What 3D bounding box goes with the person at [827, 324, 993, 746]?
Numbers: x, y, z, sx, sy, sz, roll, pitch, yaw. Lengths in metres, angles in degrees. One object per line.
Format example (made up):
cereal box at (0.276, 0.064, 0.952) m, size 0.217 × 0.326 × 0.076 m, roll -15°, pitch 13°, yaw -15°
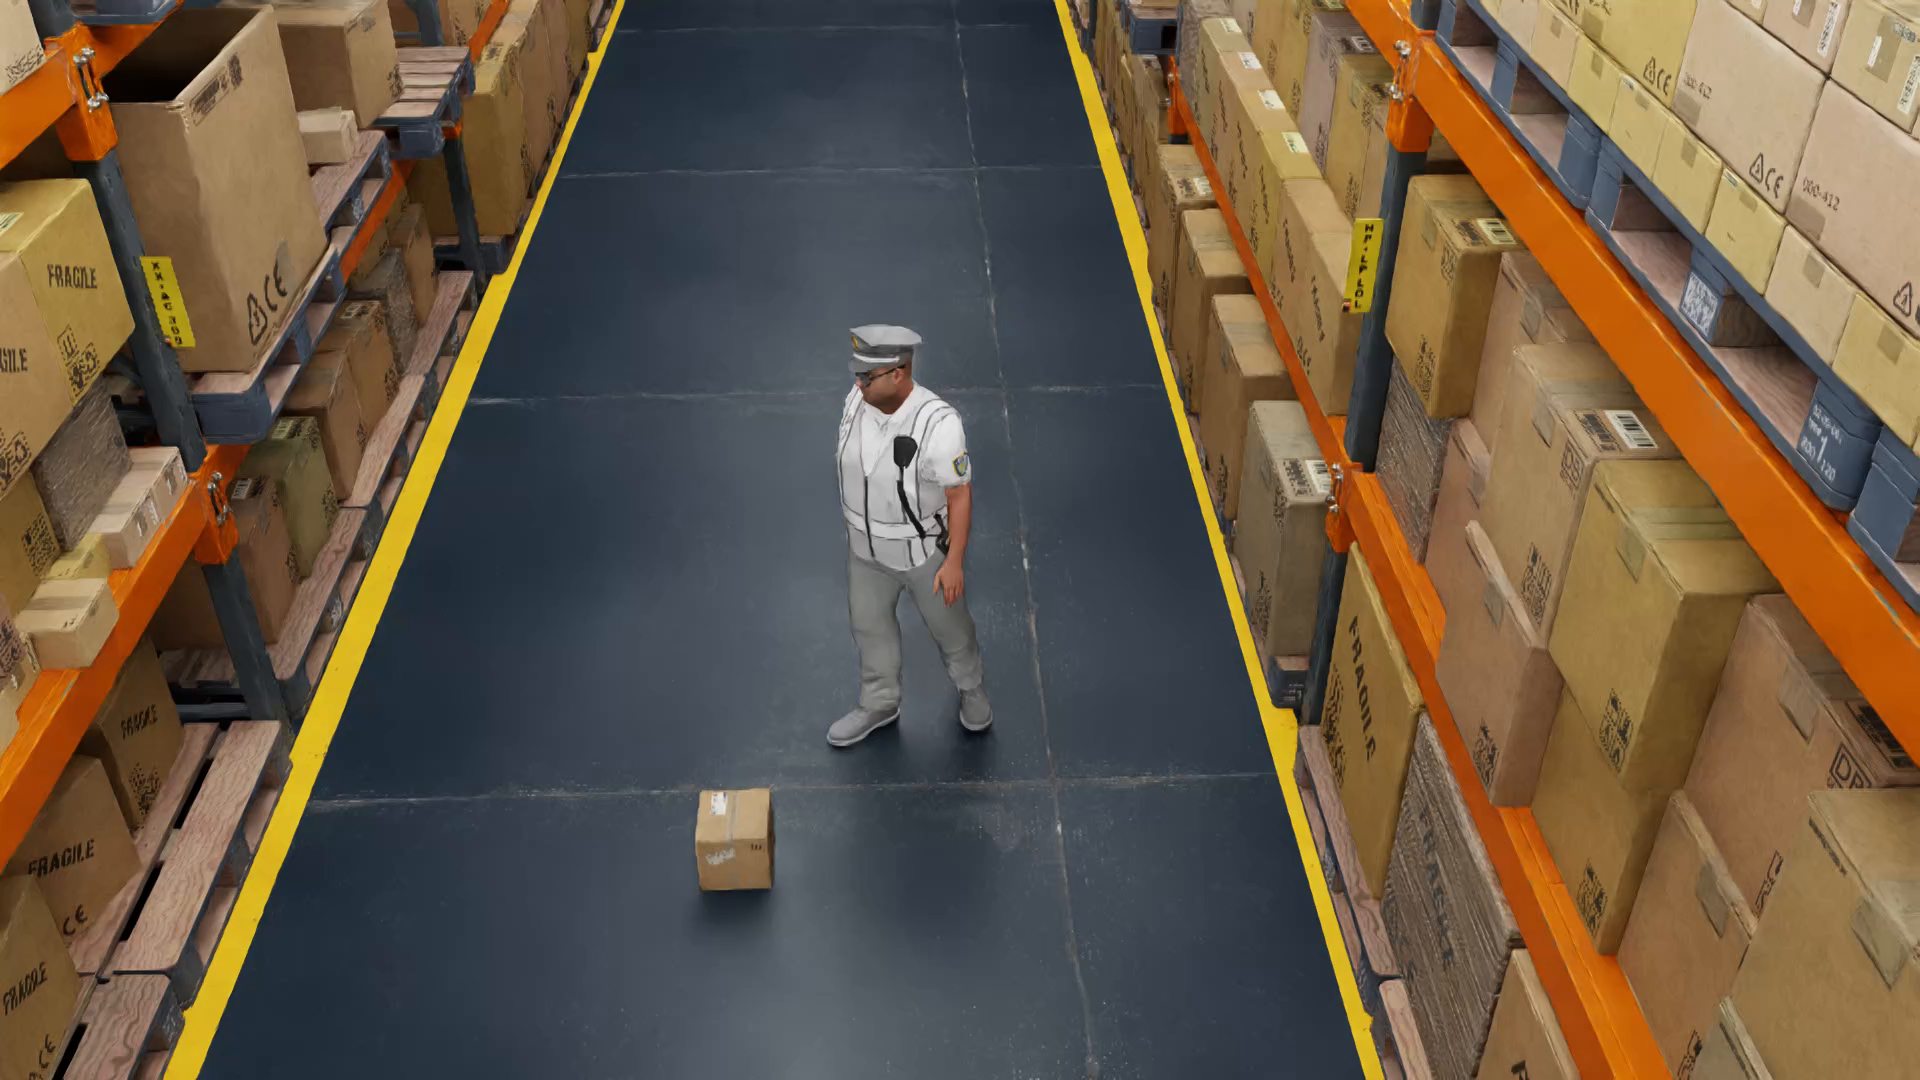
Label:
person at (-0.181, 0.001, 6.130) m, size 0.594 × 1.754 × 0.599 m, roll 19°, pitch 39°, yaw 25°
